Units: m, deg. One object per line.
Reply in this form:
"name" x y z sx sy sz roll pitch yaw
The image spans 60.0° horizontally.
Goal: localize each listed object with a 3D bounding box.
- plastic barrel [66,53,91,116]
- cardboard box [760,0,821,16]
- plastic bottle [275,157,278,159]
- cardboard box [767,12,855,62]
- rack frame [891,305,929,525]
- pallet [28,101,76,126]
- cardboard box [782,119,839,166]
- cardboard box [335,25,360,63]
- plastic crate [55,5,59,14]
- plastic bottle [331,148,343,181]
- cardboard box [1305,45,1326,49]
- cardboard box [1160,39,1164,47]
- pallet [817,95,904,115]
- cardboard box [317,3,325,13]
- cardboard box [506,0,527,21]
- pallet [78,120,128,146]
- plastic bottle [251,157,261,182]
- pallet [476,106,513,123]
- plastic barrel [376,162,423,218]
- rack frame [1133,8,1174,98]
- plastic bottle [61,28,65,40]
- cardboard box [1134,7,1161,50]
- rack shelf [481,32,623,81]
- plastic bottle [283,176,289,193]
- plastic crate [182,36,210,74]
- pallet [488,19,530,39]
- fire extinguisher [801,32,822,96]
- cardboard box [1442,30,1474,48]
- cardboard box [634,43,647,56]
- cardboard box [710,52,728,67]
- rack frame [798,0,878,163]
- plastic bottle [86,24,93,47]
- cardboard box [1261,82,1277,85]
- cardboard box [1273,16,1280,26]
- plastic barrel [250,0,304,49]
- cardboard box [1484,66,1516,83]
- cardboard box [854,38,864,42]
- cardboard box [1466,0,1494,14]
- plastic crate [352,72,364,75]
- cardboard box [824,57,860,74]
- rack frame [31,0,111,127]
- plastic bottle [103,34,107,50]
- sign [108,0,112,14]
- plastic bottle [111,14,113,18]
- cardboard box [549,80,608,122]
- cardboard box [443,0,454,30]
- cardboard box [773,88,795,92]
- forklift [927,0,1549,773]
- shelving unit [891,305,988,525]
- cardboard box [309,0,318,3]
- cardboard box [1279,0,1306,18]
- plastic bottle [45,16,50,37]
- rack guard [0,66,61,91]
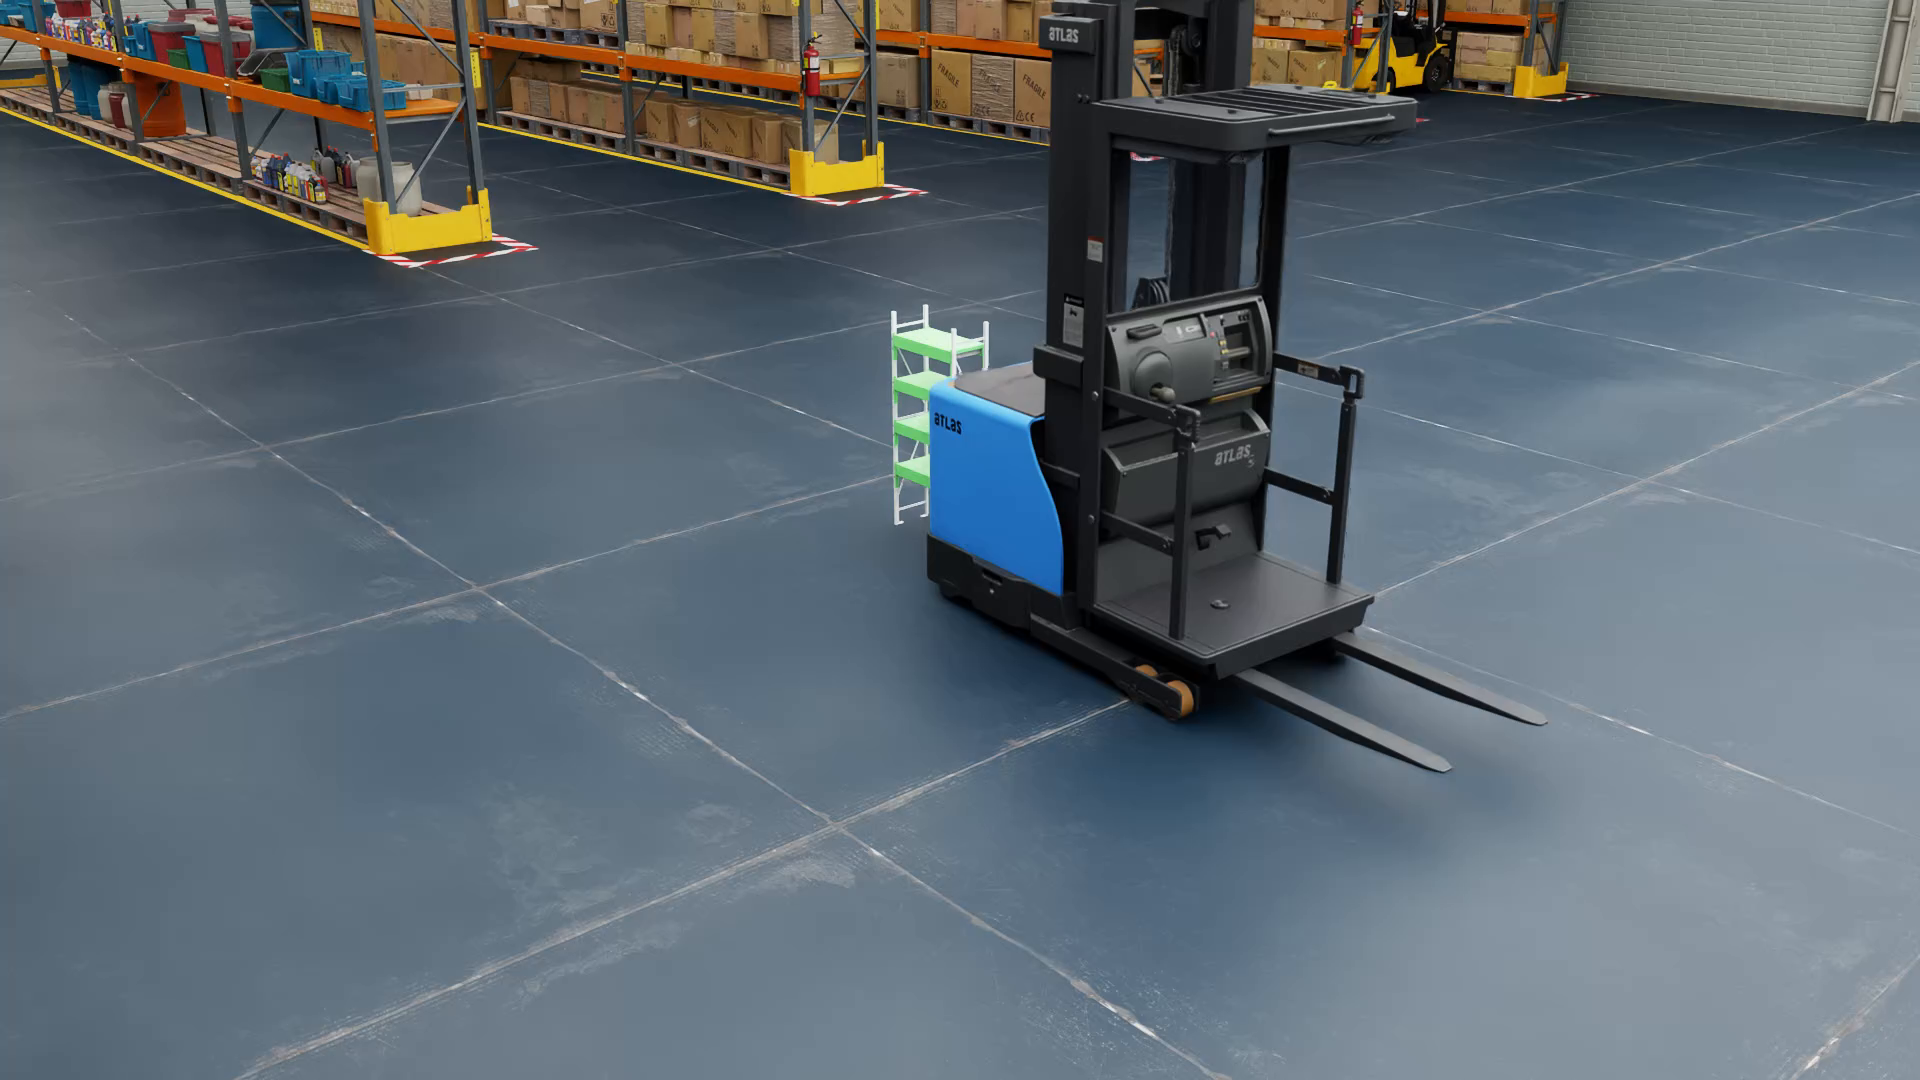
"plastic barrel" -12.621 -6.681 24.230 0.600 0.901 0.708 -17 27 -37
"cardboard box" -1.924 -6.224 18.847 0.500 0.500 0.500 -17 27 -37
"plastic bottle" -7.553 -4.097 18.453 0.061 0.283 0.133 -17 27 -37
"cardboard box" -1.716 -5.824 19.196 0.875 0.500 0.500 -17 27 -37
"rack frame" -0.267 -0.672 9.054 0.240 1.200 0.015 -17 27 -37
"pallet" -13.473 -6.512 25.322 1.003 0.211 1.213 -17 27 -37
"cardboard box" -1.773 -4.689 19.694 0.500 0.500 0.500 -12 24 -28
"cardboard box" -10.169 -8.452 28.788 0.875 0.875 0.875 -17 27 -37
"plastic crate" -13.820 -8.055 25.518 0.437 0.282 0.530 -17 27 -37
"plastic bottle" -6.977 -4.216 18.663 0.144 0.351 0.185 -19 28 -40
"cardboard box" 5.452 -7.543 26.295 0.500 0.500 0.500 -19 28 -39
"cardboard box" 4.227 -10.330 34.096 0.500 0.500 0.500 -16 27 -36
"pallet" -1.527 -6.973 26.497 1.003 0.211 1.213 -17 27 -37
"cardboard box" -10.835 -9.183 28.661 0.380 0.149 0.250 -18 28 -39
"cardboard box" -6.217 -7.793 24.055 0.500 0.500 0.500 18 28 39
"pallet" -11.691 -5.758 23.396 1.003 0.211 1.213 -17 27 -37
"plastic bottle" -7.865 -4.149 18.601 0.097 0.271 0.097 0 21 0
"pallet" -7.057 -6.628 25.617 1.003 0.211 1.213 -17 27 -37
"plastic barrel" -5.618 -3.502 16.648 0.421 0.512 0.421 0 21 0
"rack frame" 2.446 -6.633 21.807 1.000 3.000 0.127 -17 27 -37
"plastic bottle" -12.529 -7.112 23.302 0.097 0.201 0.097 0 21 0
"cardboard box" 2.169 -6.795 22.014 0.875 0.550 0.550 -17 27 -37
"rack shelf" -5.294 -6.803 23.227 1.077 0.370 4.000 -17 27 -37
"plastic bottle" -7.238 -3.851 17.936 0.097 0.201 0.097 0 21 0
"plastic crate" -8.697 -5.630 19.267 0.392 0.384 0.575 -17 27 -37
"pallet" -6.054 -7.430 24.104 1.213 0.211 1.003 -17 27 -37
"fire extinguisher" -1.652 -5.303 18.517 0.296 0.674 0.183 -17 27 -37
"cardboard box" 8.676 -8.733 28.991 0.500 0.250 0.500 -17 27 -37
"cardboard box" -3.923 -6.266 21.212 0.380 0.149 0.250 -17 27 -37
"cardboard box" -2.779 -5.783 19.979 0.380 0.149 0.250 -17 27 -37
"rack frame" -1.378 -5.481 18.864 1.000 3.000 0.127 -17 27 -37
"plastic bottle" -11.685 -6.783 22.350 0.061 0.283 0.133 -17 27 -37
"cardboard box" 5.066 -7.059 26.089 0.500 0.250 0.500 -17 27 -37
"cardboard box" 5.071 -8.063 25.801 0.380 0.149 0.250 -17 27 -37
"plastic barrel" -7.764 -5.819 19.040 0.600 0.901 0.708 -17 27 -37
"cardboard box" 9.342 -7.992 28.471 0.500 0.250 0.500 -17 27 -37
"cardboard box" -2.032 -10.357 34.250 0.875 0.438 0.875 -18 28 -38
"cardboard box" 9.036 -9.288 28.447 0.500 0.500 0.500 -16 27 -36
"plastic crate" -6.489 -4.895 17.731 0.530 0.136 0.437 -17 27 -37
"cardboard box" -1.383 -5.499 19.255 0.380 0.149 0.250 -17 27 -37
"rack frame" -12.963 -7.617 24.318 1.000 3.000 0.127 -17 27 -37
"plastic bottle" -11.215 -6.556 21.883 0.097 0.201 0.097 0 21 0
"sign" -12.545 -7.876 24.601 0.100 0.325 0.005 -17 27 -37
"plastic bottle" -12.115 -7.418 23.878 0.144 0.351 0.185 -17 27 -37
"cardboard box" -5.400 -6.246 23.643 0.700 0.500 0.500 -15 26 -33
"cardboard box" -7.431 -7.954 25.041 0.500 0.500 0.500 -18 28 -38
"cardboard box" -2.447 -7.802 27.300 1.050 0.750 0.750 -18 28 -38
"forklift" 1.133 -0.806 7.023 1.130 2.935 3.031 -16 26 -35
"shelving unit" -0.108 -0.604 8.882 0.258 1.200 0.503 -17 27 -37
"cardboard box" -11.044 -9.491 28.901 0.500 0.250 0.500 -19 28 -39
"cardboard box" 5.243 -8.249 25.386 0.500 0.500 0.500 -17 27 -37
"plastic bottle" -13.047 -7.360 23.821 0.061 0.283 0.133 -17 27 -37
"rack guard" -15.600 -7.562 27.605 1.175 0.500 0.348 -17 27 -37
